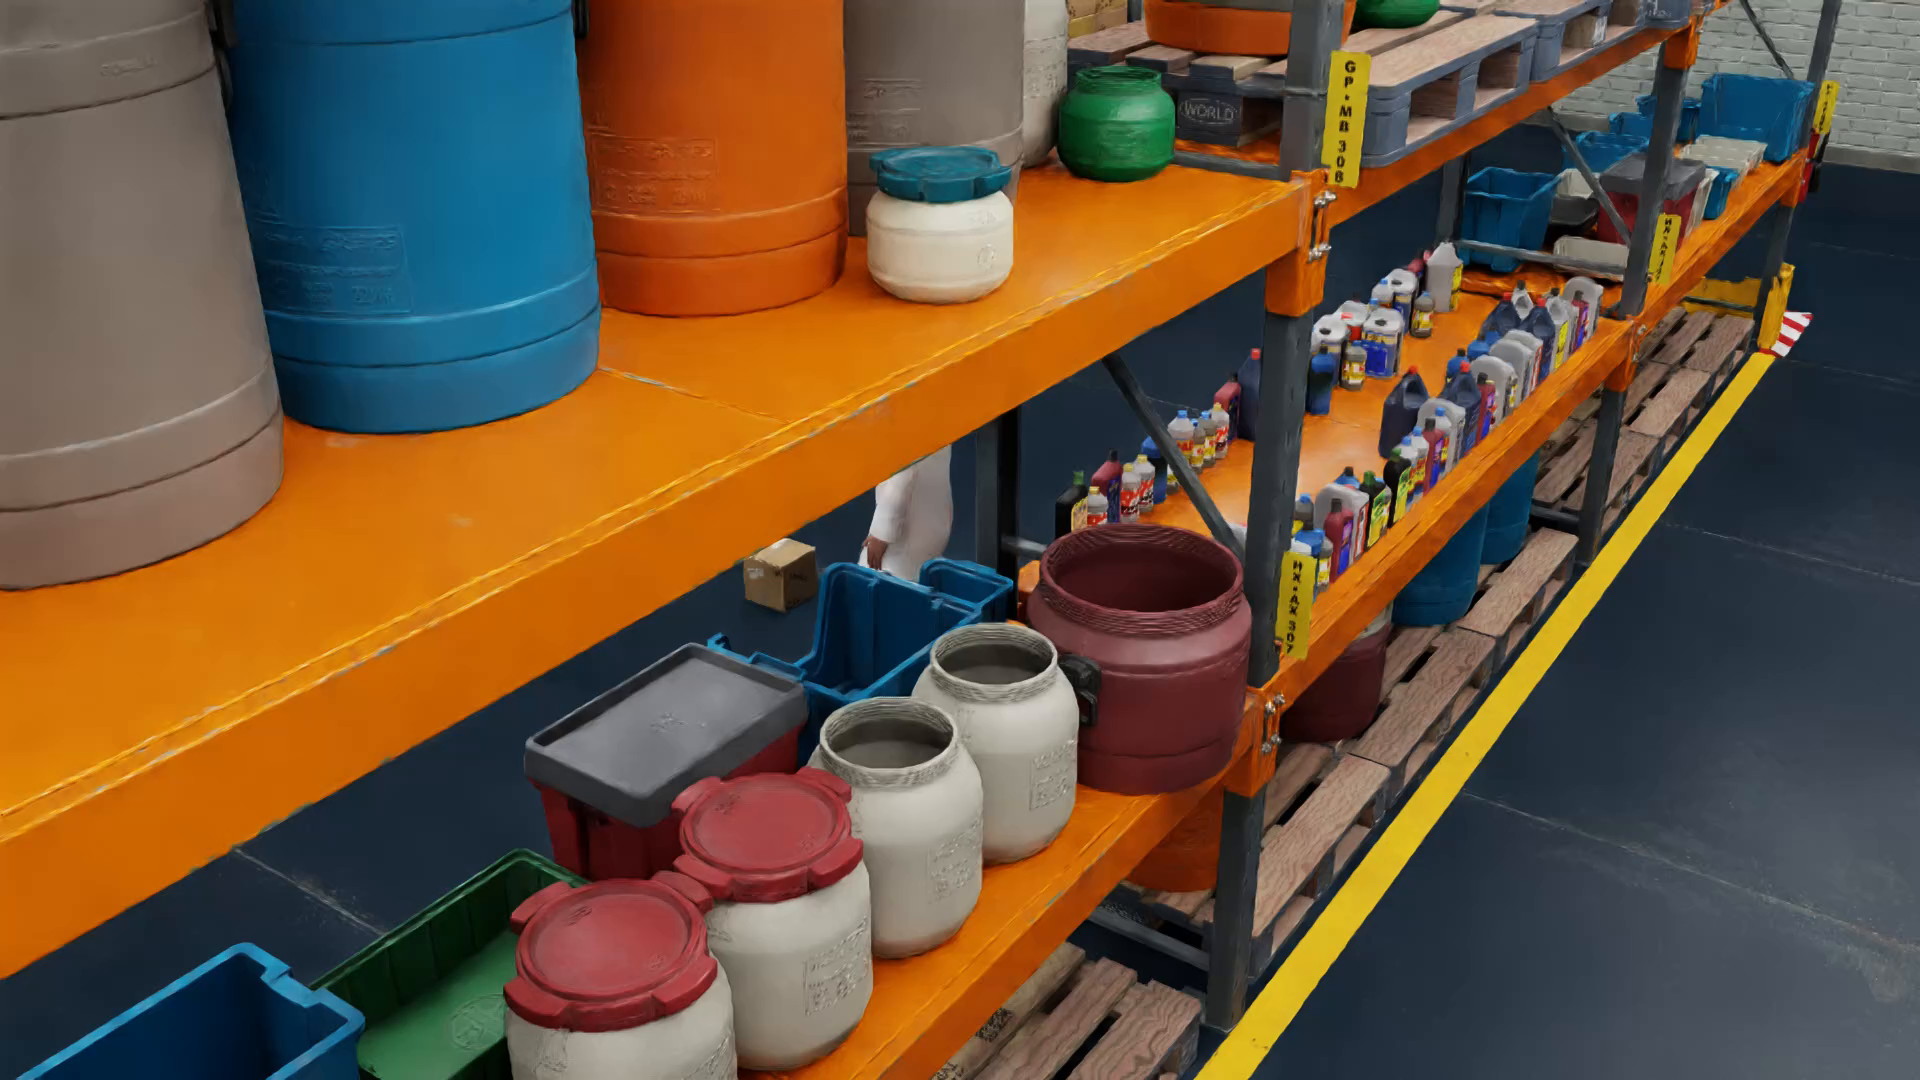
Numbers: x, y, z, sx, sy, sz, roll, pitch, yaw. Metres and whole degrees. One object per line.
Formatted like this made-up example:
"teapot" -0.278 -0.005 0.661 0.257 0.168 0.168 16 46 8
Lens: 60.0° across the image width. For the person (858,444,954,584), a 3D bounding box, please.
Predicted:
"person" -0.151 -0.066 6.790 0.733 1.751 0.623 4 27 7
